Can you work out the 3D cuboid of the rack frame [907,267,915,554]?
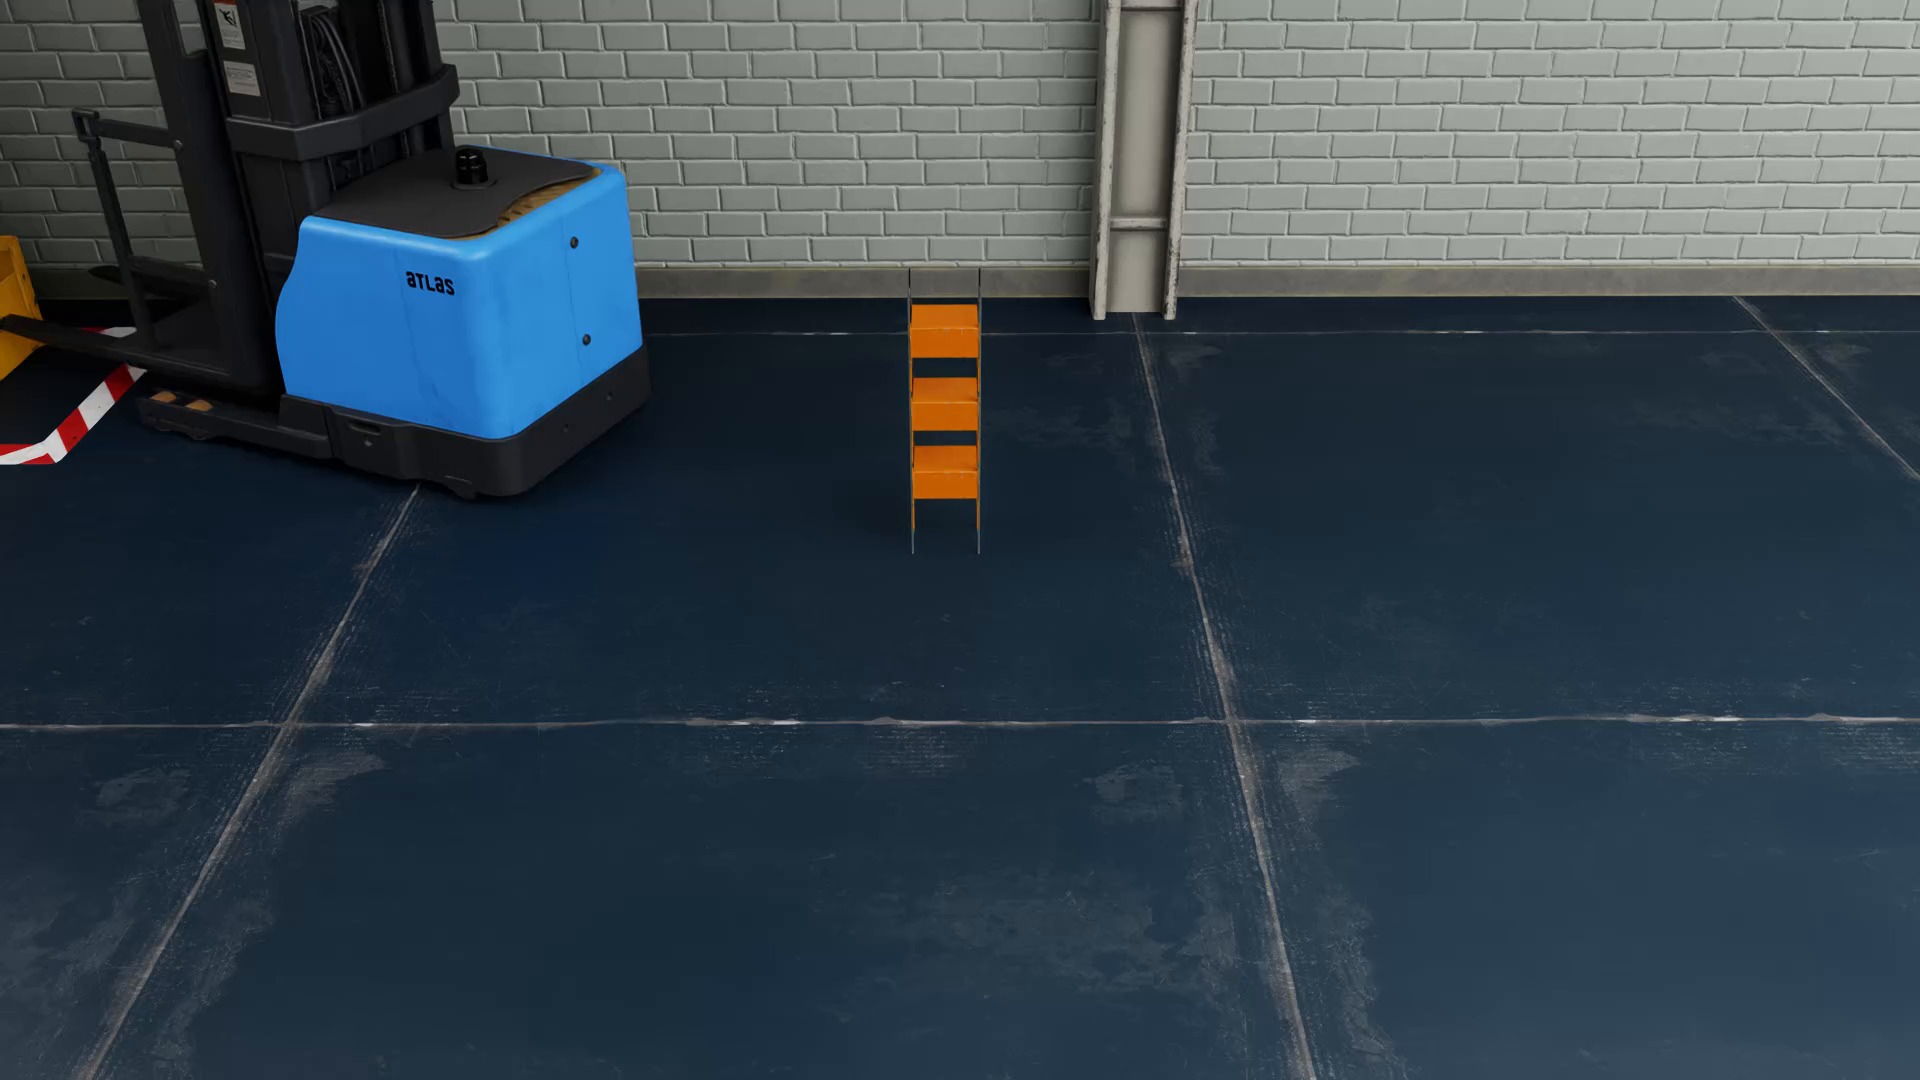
[{"bbox_3d":[-0.176,-0.448,5.977,0.008,1.050,0.200,0,31,0],"label":"rack frame"}]

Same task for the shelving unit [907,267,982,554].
[{"bbox_3d":[-0.054,-0.449,5.977,0.252,1.050,0.215,0,31,0],"label":"shelving unit"}]

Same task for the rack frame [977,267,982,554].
[{"bbox_3d":[0.068,-0.449,5.978,0.008,1.050,0.200,0,31,0],"label":"rack frame"}]

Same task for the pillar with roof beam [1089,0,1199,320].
[{"bbox_3d":[0.863,-2.755,2.116,0.400,9.000,9.100,0,31,0],"label":"pillar with roof beam"}]

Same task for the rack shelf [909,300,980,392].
[{"bbox_3d":[-0.054,-0.682,5.836,0.240,0.259,0.215,0,31,0],"label":"rack shelf"}]

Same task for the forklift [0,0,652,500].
[{"bbox_3d":[-2.887,-1.904,6.562,3.031,2.935,1.130,13,33,20],"label":"forklift"}]

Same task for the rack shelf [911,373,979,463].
[{"bbox_3d":[-0.054,-0.440,5.983,0.240,0.259,0.215,0,31,0],"label":"rack shelf"}]

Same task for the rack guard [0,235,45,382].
[{"bbox_3d":[-4.437,-0.871,7.203,0.348,0.500,1.175,0,31,0],"label":"rack guard"}]

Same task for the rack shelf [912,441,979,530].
[{"bbox_3d":[-0.054,-0.202,6.127,0.240,0.259,0.215,0,31,0],"label":"rack shelf"}]
